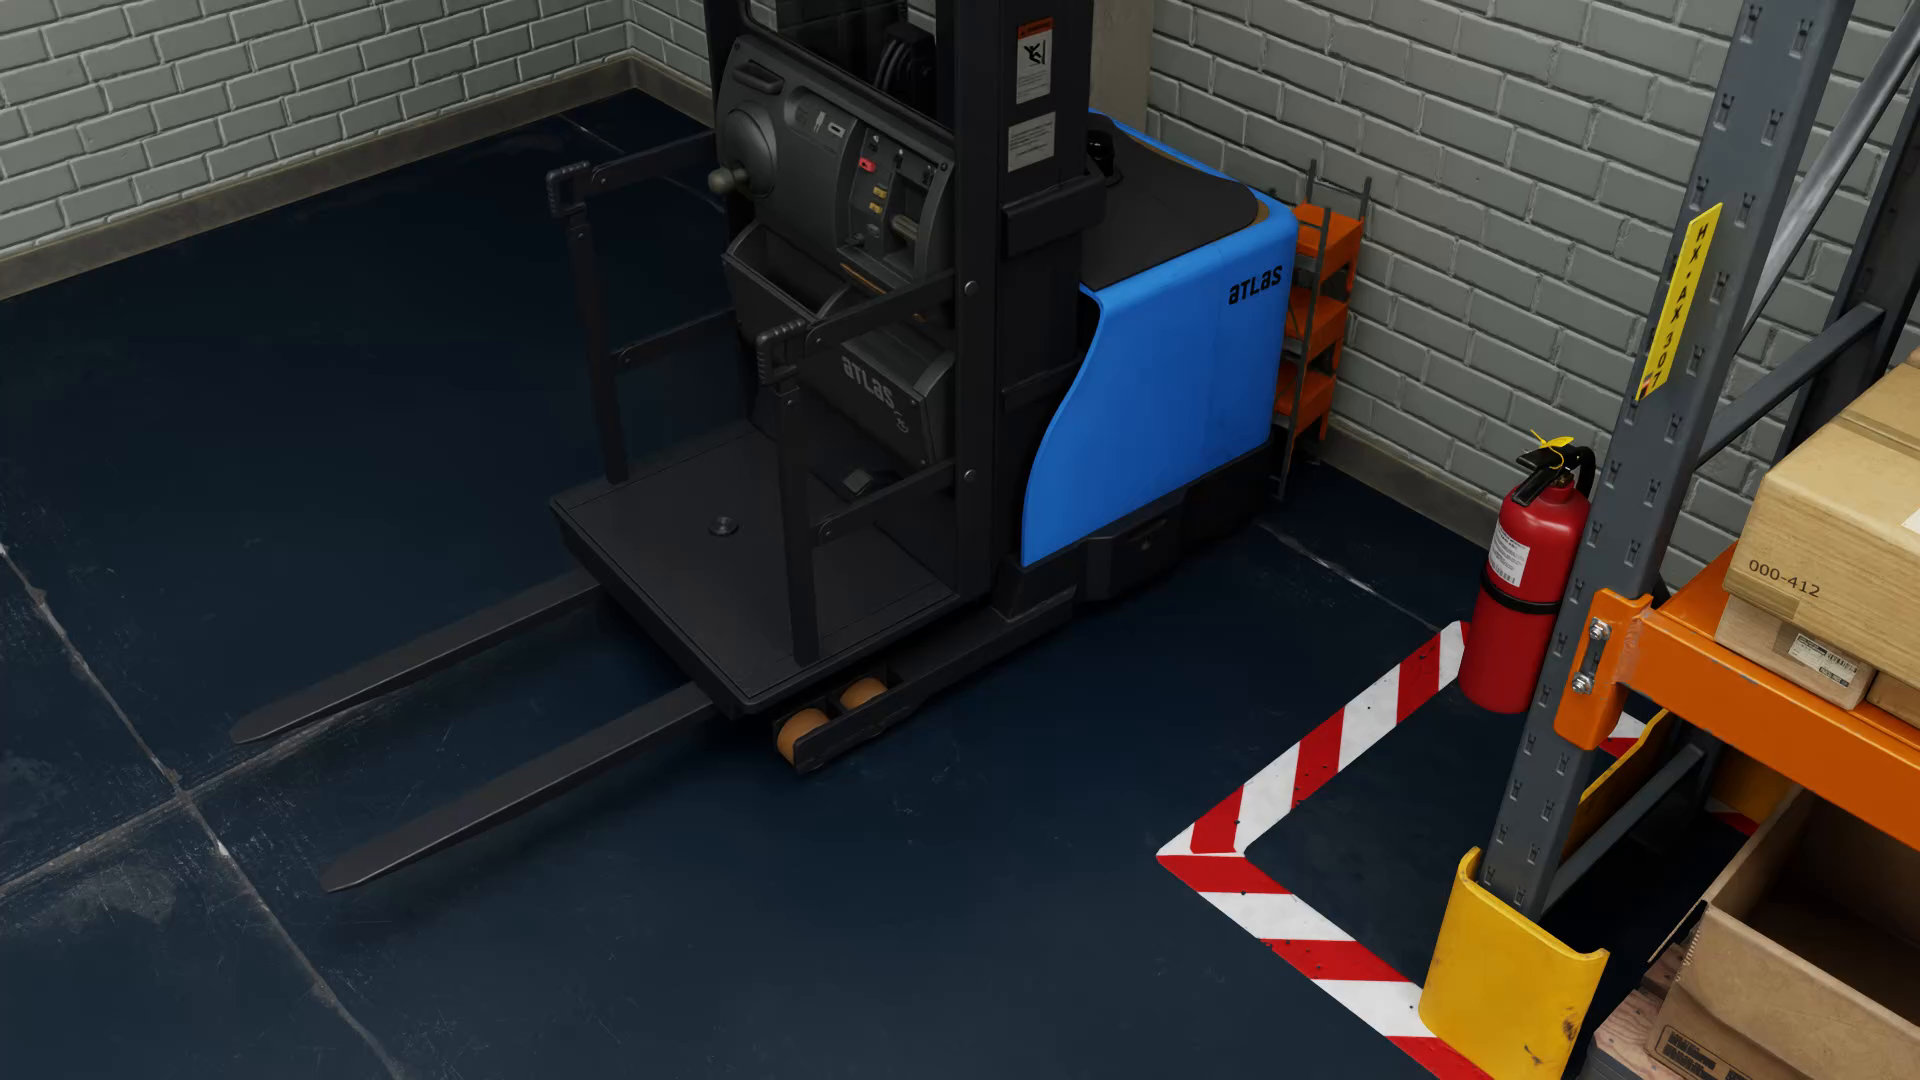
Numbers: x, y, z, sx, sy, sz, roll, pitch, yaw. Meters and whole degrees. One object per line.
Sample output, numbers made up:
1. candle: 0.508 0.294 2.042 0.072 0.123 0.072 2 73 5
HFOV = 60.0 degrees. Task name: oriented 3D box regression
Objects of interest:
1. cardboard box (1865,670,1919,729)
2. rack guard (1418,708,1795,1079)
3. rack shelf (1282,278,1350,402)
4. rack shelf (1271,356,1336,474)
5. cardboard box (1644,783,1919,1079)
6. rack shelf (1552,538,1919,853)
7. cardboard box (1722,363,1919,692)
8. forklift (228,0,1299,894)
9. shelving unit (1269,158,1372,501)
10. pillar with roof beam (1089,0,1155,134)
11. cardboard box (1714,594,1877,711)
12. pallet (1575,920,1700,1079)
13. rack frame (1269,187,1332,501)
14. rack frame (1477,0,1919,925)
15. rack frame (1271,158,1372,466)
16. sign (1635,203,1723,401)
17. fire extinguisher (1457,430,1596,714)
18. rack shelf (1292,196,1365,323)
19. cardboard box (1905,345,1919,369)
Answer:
1. cardboard box: 1.765 0.197 2.818 0.380 0.149 0.250 -29 47 -31
2. rack guard: 1.590 0.741 3.935 1.175 0.500 0.348 -30 48 -32
3. rack shelf: 1.052 -0.629 5.207 0.215 0.259 0.240 27 46 29
4. rack shelf: 1.049 -0.412 5.381 0.215 0.259 0.240 27 46 29
5. cardboard box: 1.883 0.864 3.445 0.797 0.503 0.637 -32 49 -33
6. rack shelf: 2.891 0.938 2.273 1.077 0.370 4.000 -30 48 -32
7. cardboard box: 1.647 0.000 2.745 0.500 0.250 0.500 -30 47 -32
8. forklift: -0.493 -0.897 4.027 3.031 2.935 1.130 -26 46 -29
9. shelving unit: 1.052 -0.637 5.200 0.215 1.050 0.252 27 46 29
10. pillar with roof beam: -2.792 -2.402 1.063 9.100 9.000 0.400 -30 48 -32
11. cardboard box: 1.559 0.099 2.940 0.380 0.149 0.250 -30 48 -32
12. pallet: 2.130 1.222 3.570 1.003 0.211 1.213 -30 48 -32
13. rack frame: 0.976 -0.578 5.125 0.200 1.050 0.008 27 46 29
14. rack frame: 1.539 -0.267 3.193 1.000 3.000 0.127 -30 48 -32
15. rack frame: 1.128 -0.696 5.275 0.200 1.050 0.008 27 46 29
16. sign: 1.139 -0.373 2.636 0.100 0.325 0.005 -30 48 -32
17. fire extinguisher: 1.099 0.036 3.176 0.296 0.674 0.183 -30 48 -32
18. rack shelf: 1.055 -0.850 5.029 0.215 0.259 0.240 27 46 29
19. cardboard box: 2.045 -0.224 3.023 0.500 0.250 0.500 -29 47 -31
